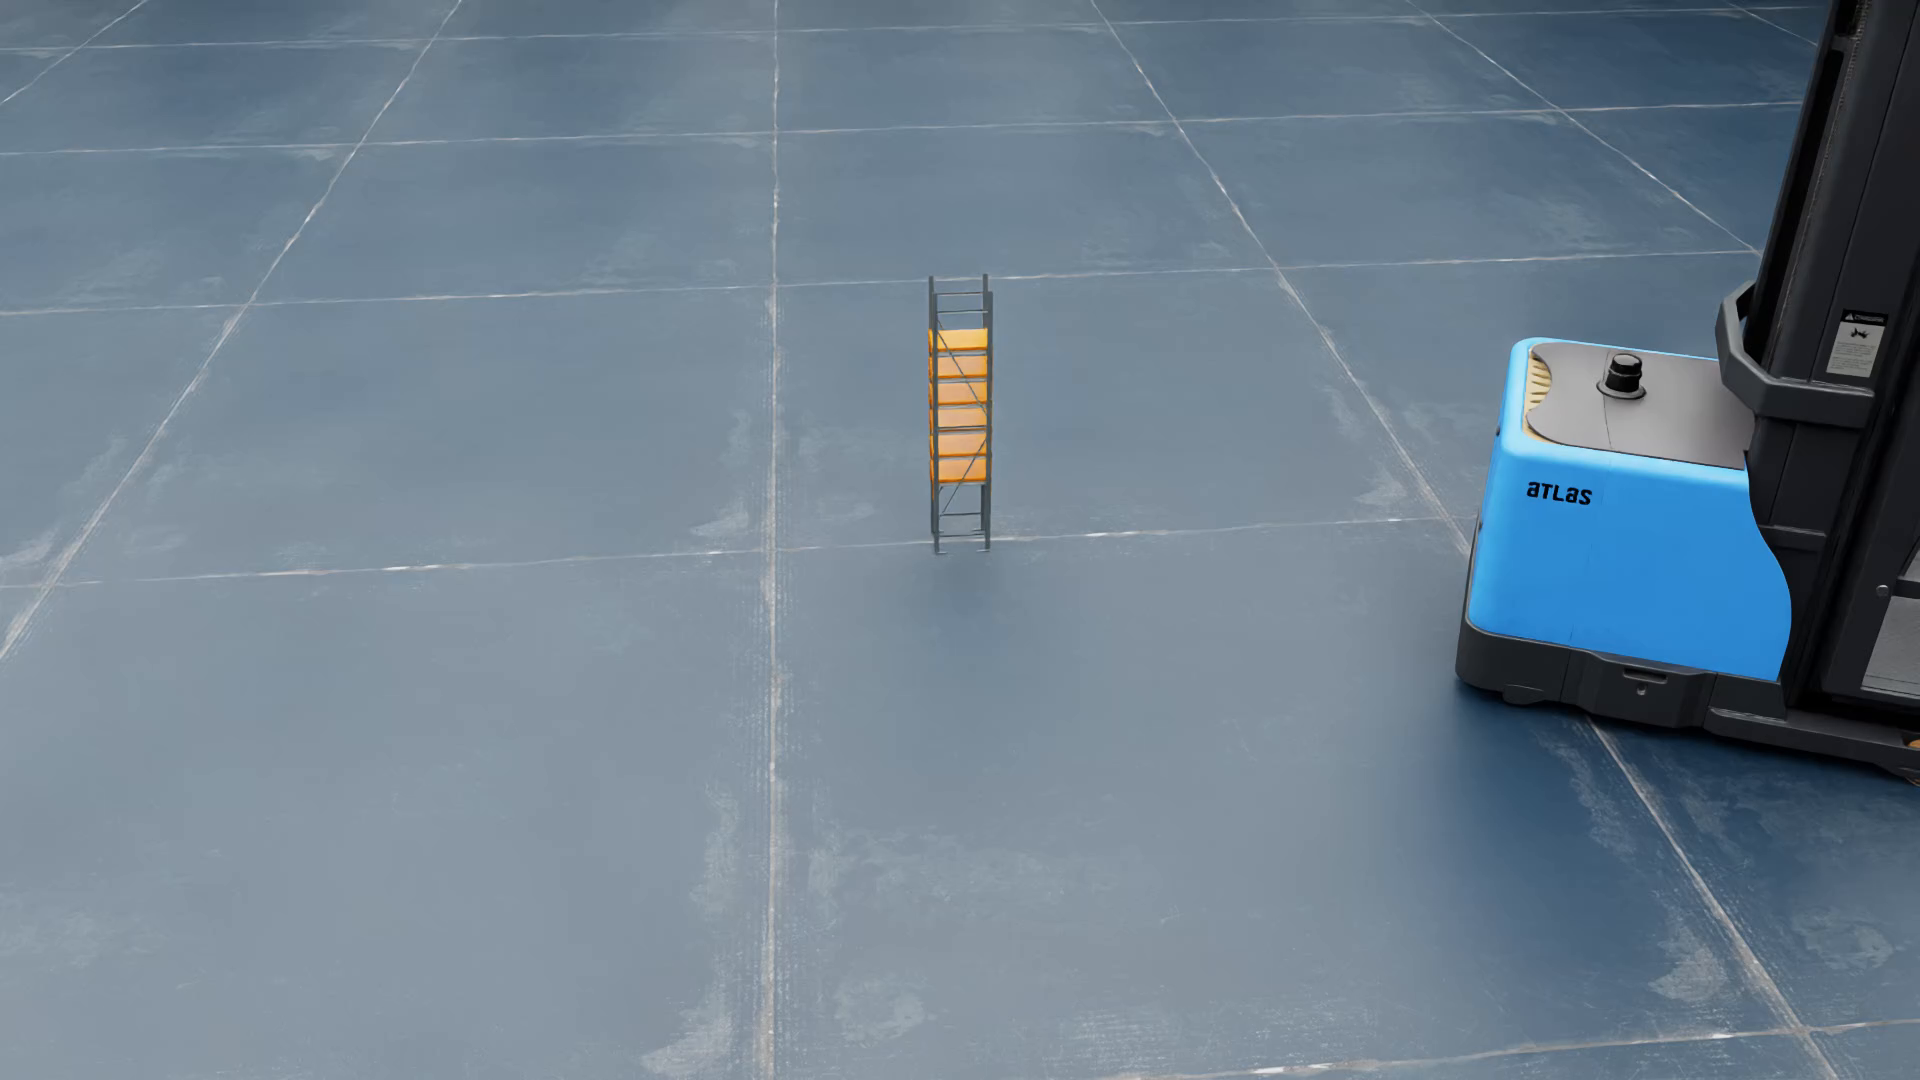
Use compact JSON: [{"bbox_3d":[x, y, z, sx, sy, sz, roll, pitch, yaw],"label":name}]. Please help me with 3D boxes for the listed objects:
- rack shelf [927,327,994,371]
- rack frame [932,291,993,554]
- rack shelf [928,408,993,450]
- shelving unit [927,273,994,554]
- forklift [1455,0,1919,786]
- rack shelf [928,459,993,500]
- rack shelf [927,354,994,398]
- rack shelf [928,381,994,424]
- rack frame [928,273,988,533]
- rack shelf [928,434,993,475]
[{"bbox_3d":[0.001,-0.779,6.768,0.258,0.103,0.180,-3,31,-5],"label":"rack shelf"},{"bbox_3d":[0.010,-0.461,6.852,0.240,1.200,0.006,-3,31,-5],"label":"rack frame"},{"bbox_3d":[0.001,-0.470,6.953,0.258,0.103,0.180,-3,31,-5],"label":"rack shelf"},{"bbox_3d":[0.001,-0.508,6.930,0.258,1.200,0.189,-3,31,-5],"label":"shelving unit"},{"bbox_3d":[3.445,-0.671,5.516,3.031,2.935,1.130,10,32,16],"label":"forklift"},{"bbox_3d":[0.001,-0.264,7.076,0.258,0.103,0.180,-3,31,-5],"label":"rack shelf"},{"bbox_3d":[0.001,-0.676,6.830,0.258,0.103,0.180,-3,31,-5],"label":"rack shelf"},{"bbox_3d":[0.001,-0.573,6.891,0.258,0.103,0.180,-3,31,-5],"label":"rack shelf"},{"bbox_3d":[-0.007,-0.554,7.008,0.240,1.200,0.006,-3,31,-5],"label":"rack frame"},{"bbox_3d":[0.001,-0.367,7.014,0.258,0.103,0.180,-3,31,-5],"label":"rack shelf"}]
